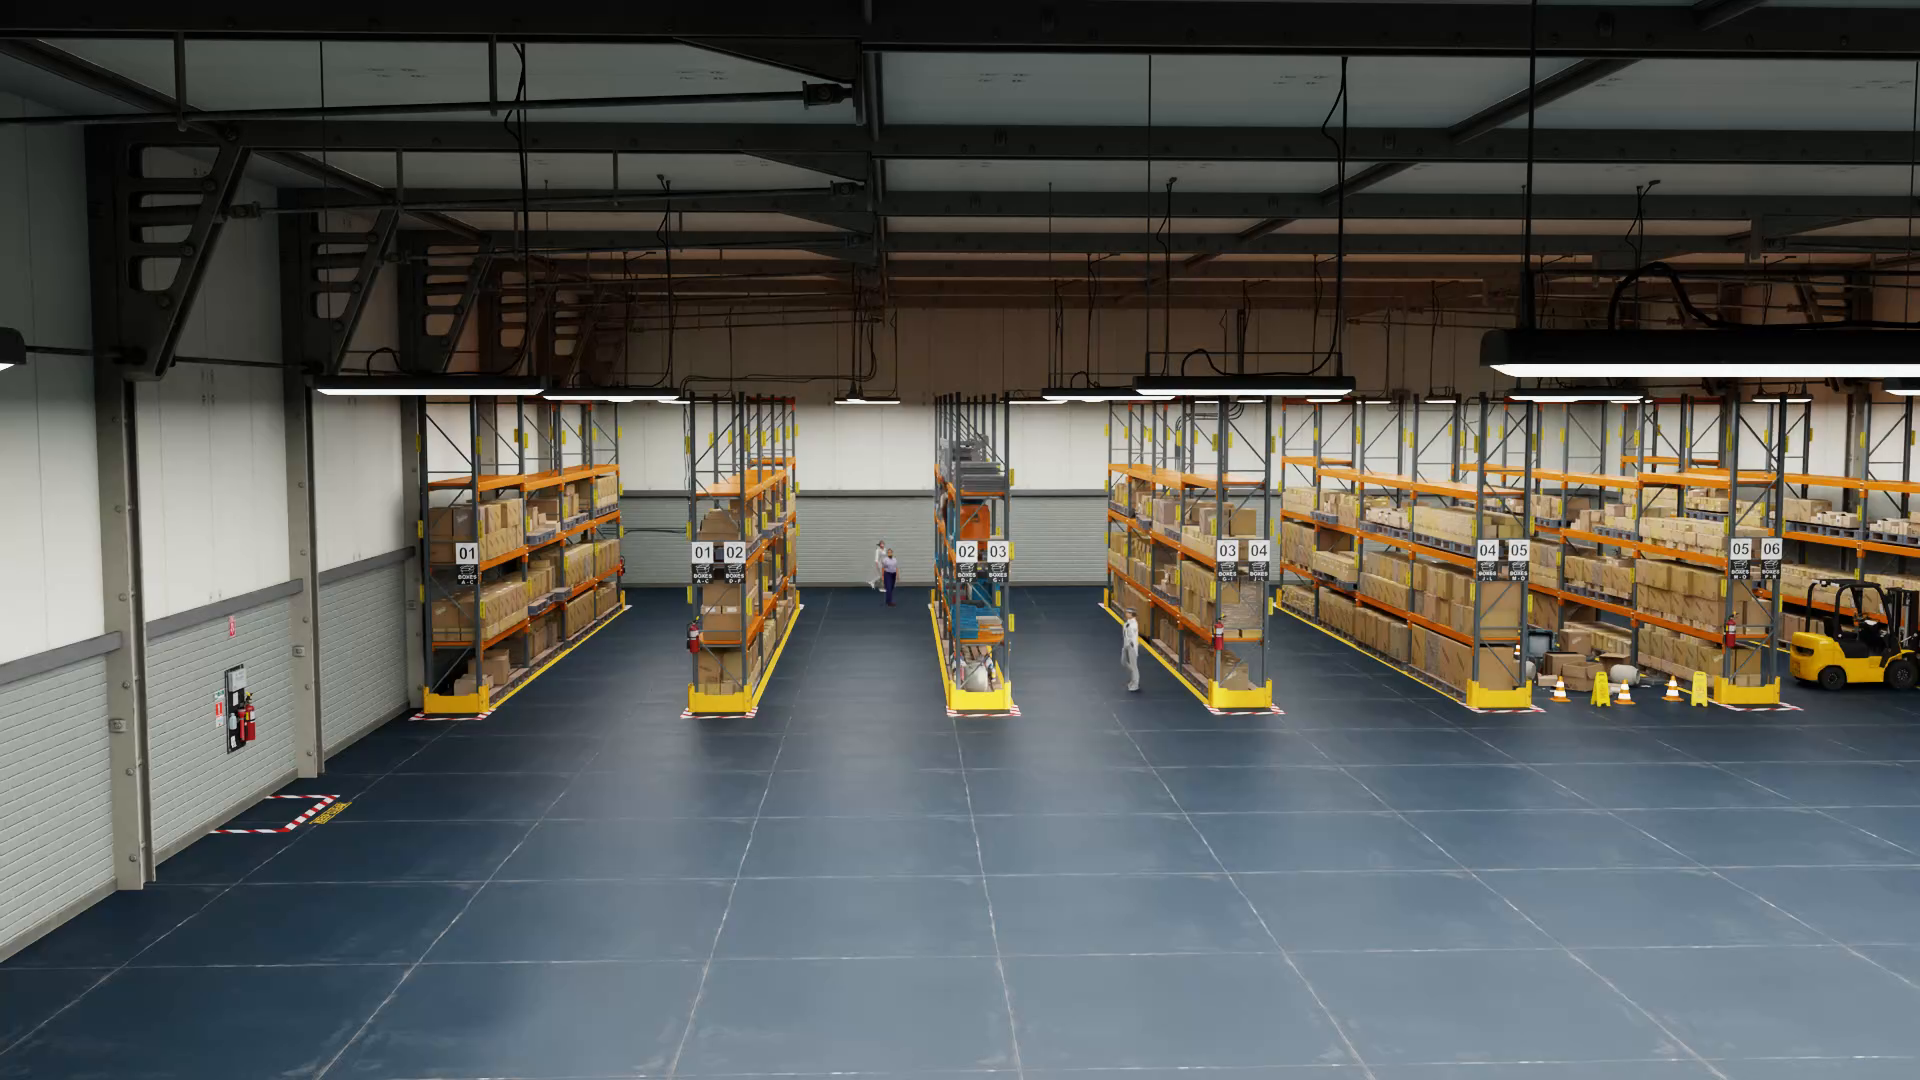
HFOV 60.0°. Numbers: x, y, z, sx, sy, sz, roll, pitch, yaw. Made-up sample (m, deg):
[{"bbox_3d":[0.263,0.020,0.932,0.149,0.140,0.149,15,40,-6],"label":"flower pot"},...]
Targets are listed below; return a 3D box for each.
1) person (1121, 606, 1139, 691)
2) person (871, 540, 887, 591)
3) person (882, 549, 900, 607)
[{"bbox_3d":[3.481,2.185,33.648,0.398,1.693,0.542,-1,5,-9],"label":"person"},{"bbox_3d":[-2.484,0.801,51.399,0.497,1.585,0.436,1,5,17],"label":"person"},{"bbox_3d":[-1.962,1.087,47.867,0.621,1.606,0.533,4,6,42],"label":"person"}]
